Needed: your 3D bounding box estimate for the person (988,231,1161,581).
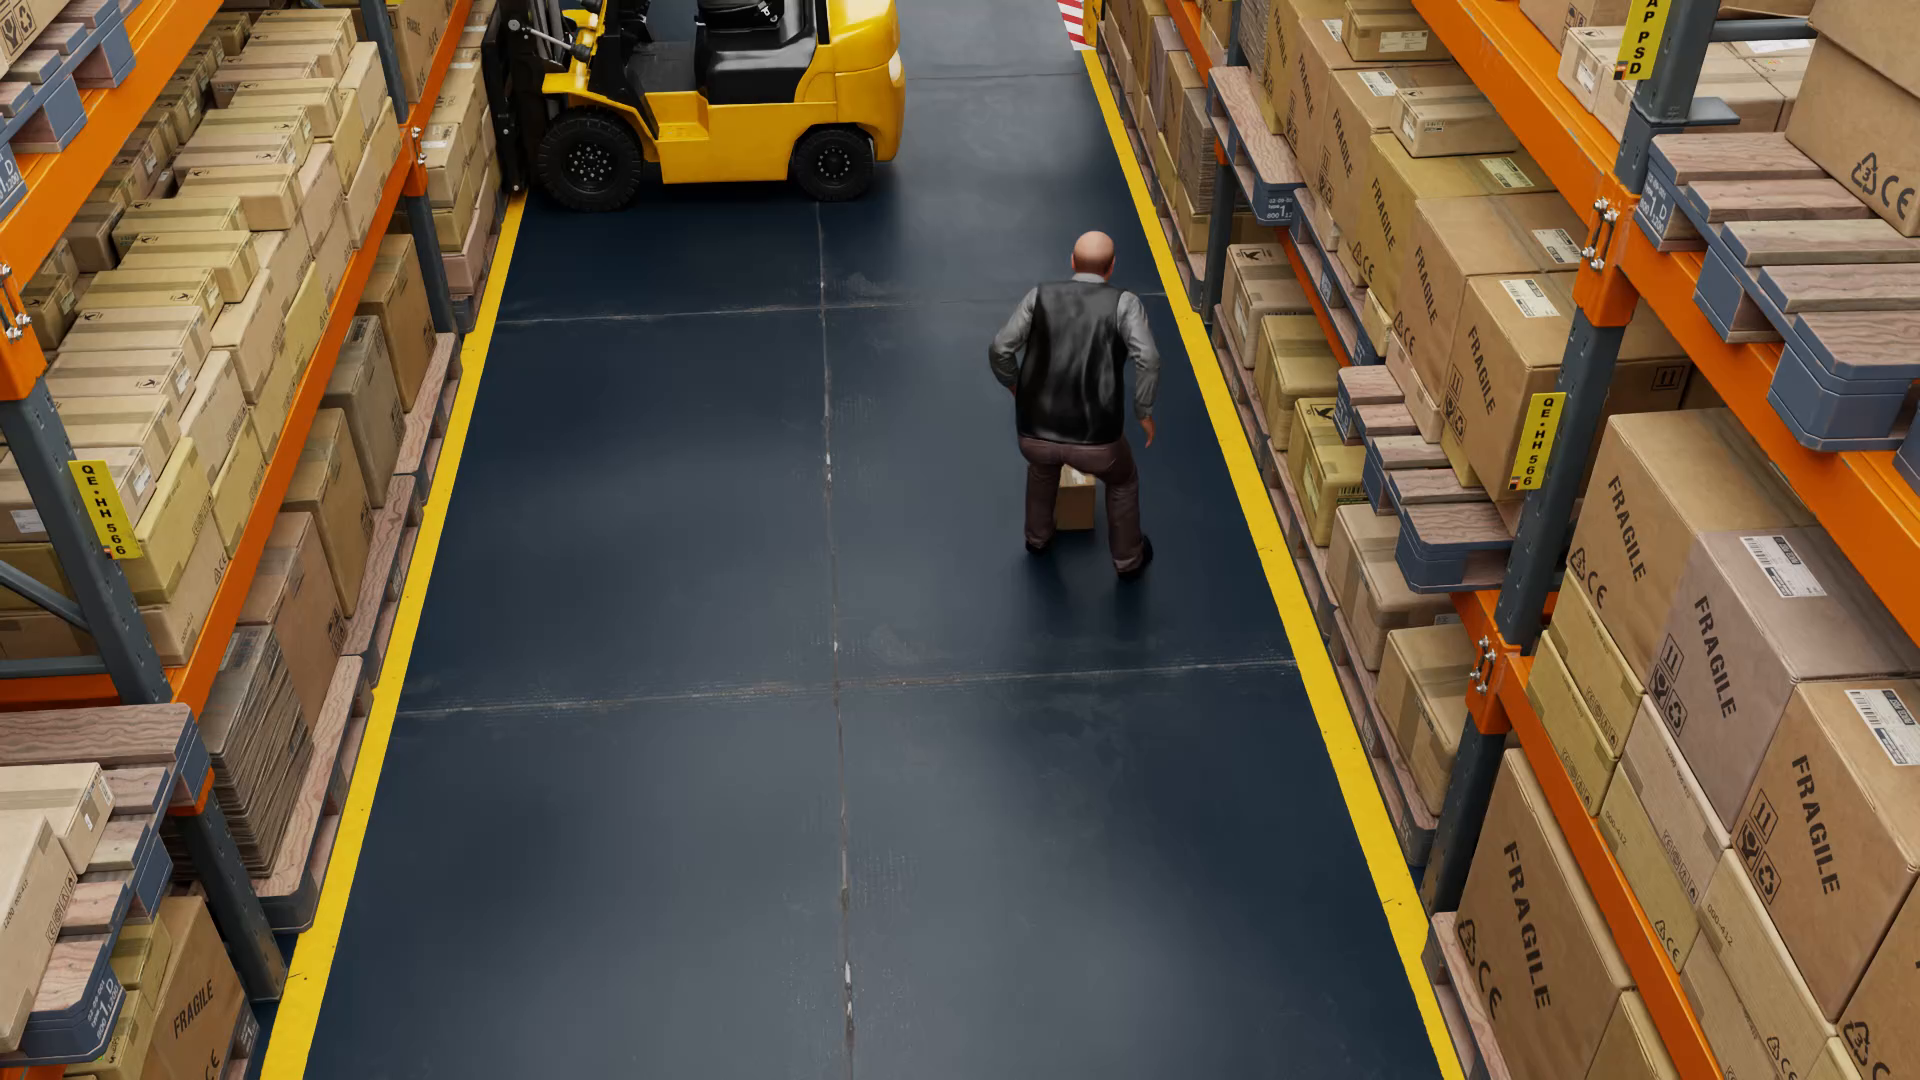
[{"bbox_3d":[0.486,-0.502,6.985,0.722,1.483,0.728,11,40,13],"label":"person"}]
